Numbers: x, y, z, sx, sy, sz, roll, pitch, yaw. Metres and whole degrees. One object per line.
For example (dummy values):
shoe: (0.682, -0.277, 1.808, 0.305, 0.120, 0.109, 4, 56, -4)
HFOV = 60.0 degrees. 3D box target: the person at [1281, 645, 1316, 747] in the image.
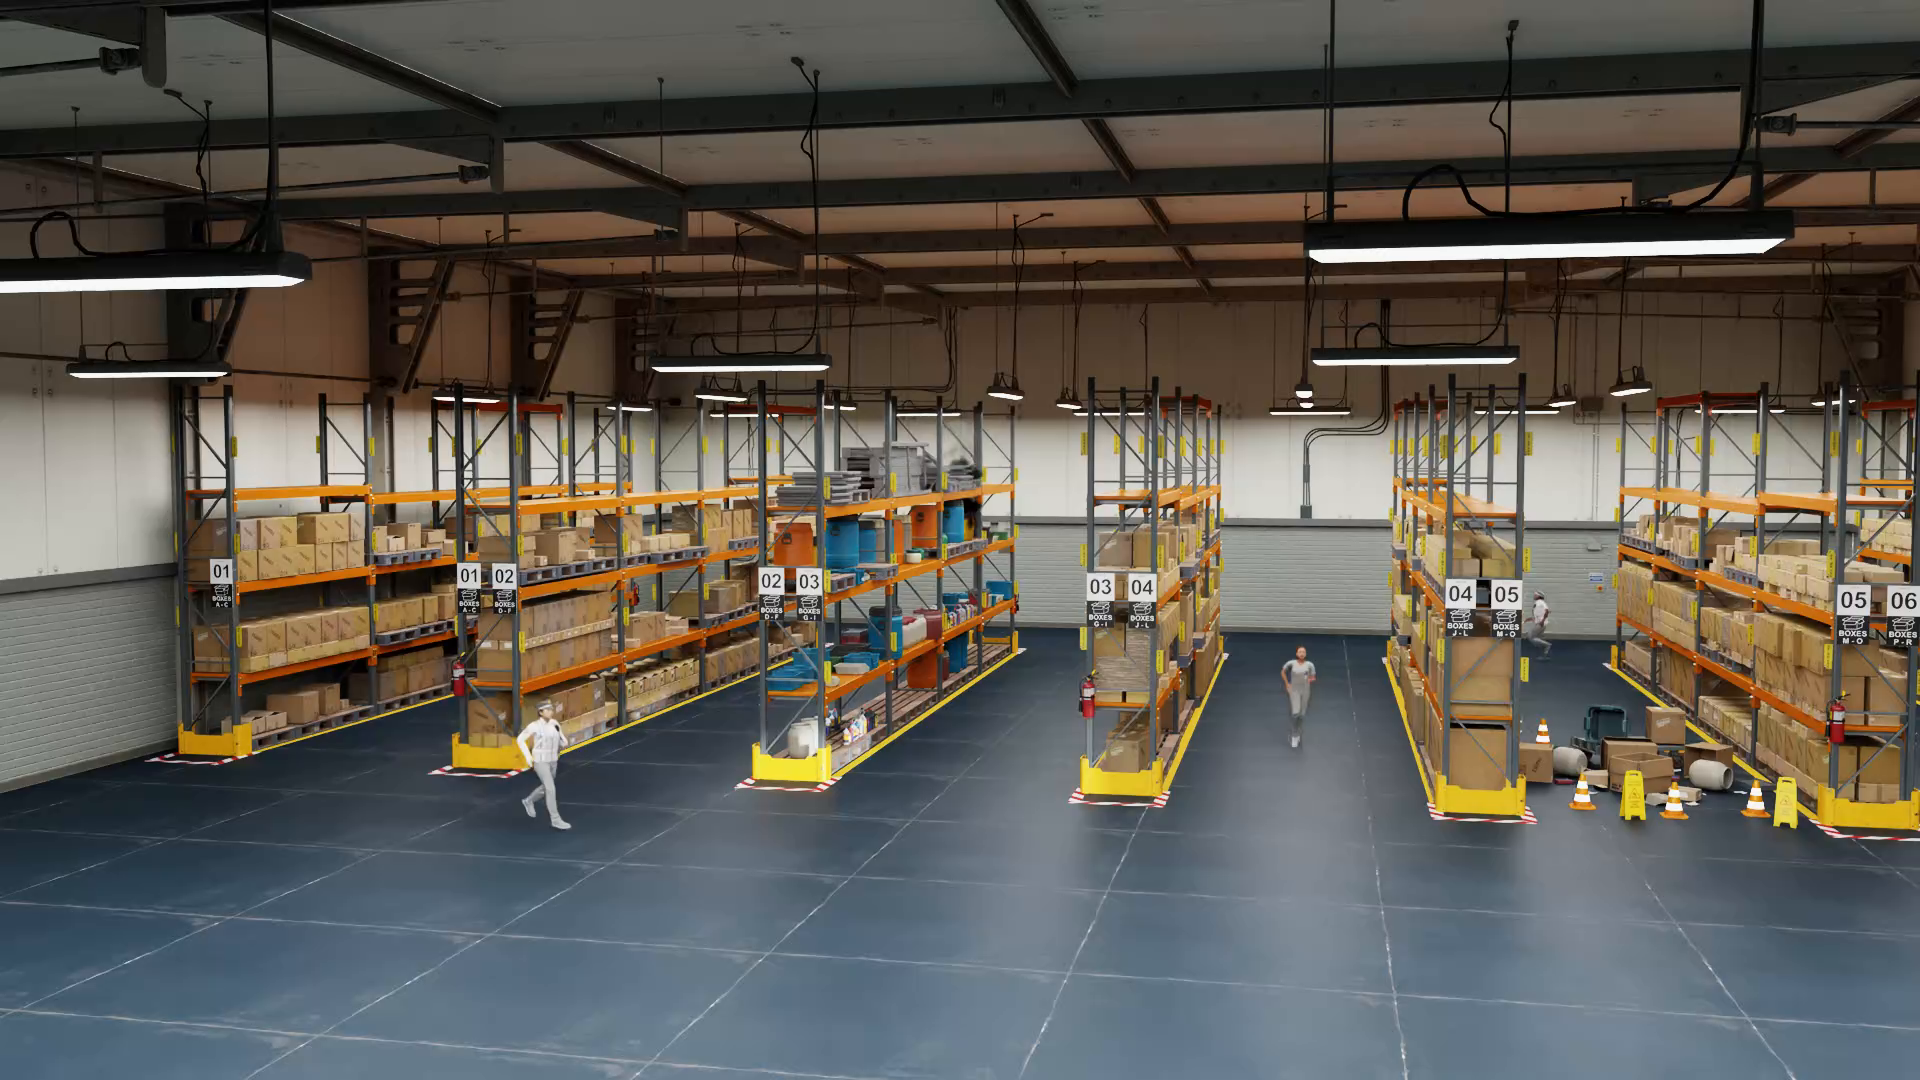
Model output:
person: (5.702, 2.612, 27.928, 0.541, 1.703, 0.705, 0, 3, -2)

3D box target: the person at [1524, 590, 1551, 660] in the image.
person: (13.612, 1.998, 39.161, 0.613, 1.652, 0.607, 1, 3, 19)

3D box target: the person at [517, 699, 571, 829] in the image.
person: (-5.467, 2.915, 21.846, 0.915, 1.672, 0.612, 2, 4, 33)
